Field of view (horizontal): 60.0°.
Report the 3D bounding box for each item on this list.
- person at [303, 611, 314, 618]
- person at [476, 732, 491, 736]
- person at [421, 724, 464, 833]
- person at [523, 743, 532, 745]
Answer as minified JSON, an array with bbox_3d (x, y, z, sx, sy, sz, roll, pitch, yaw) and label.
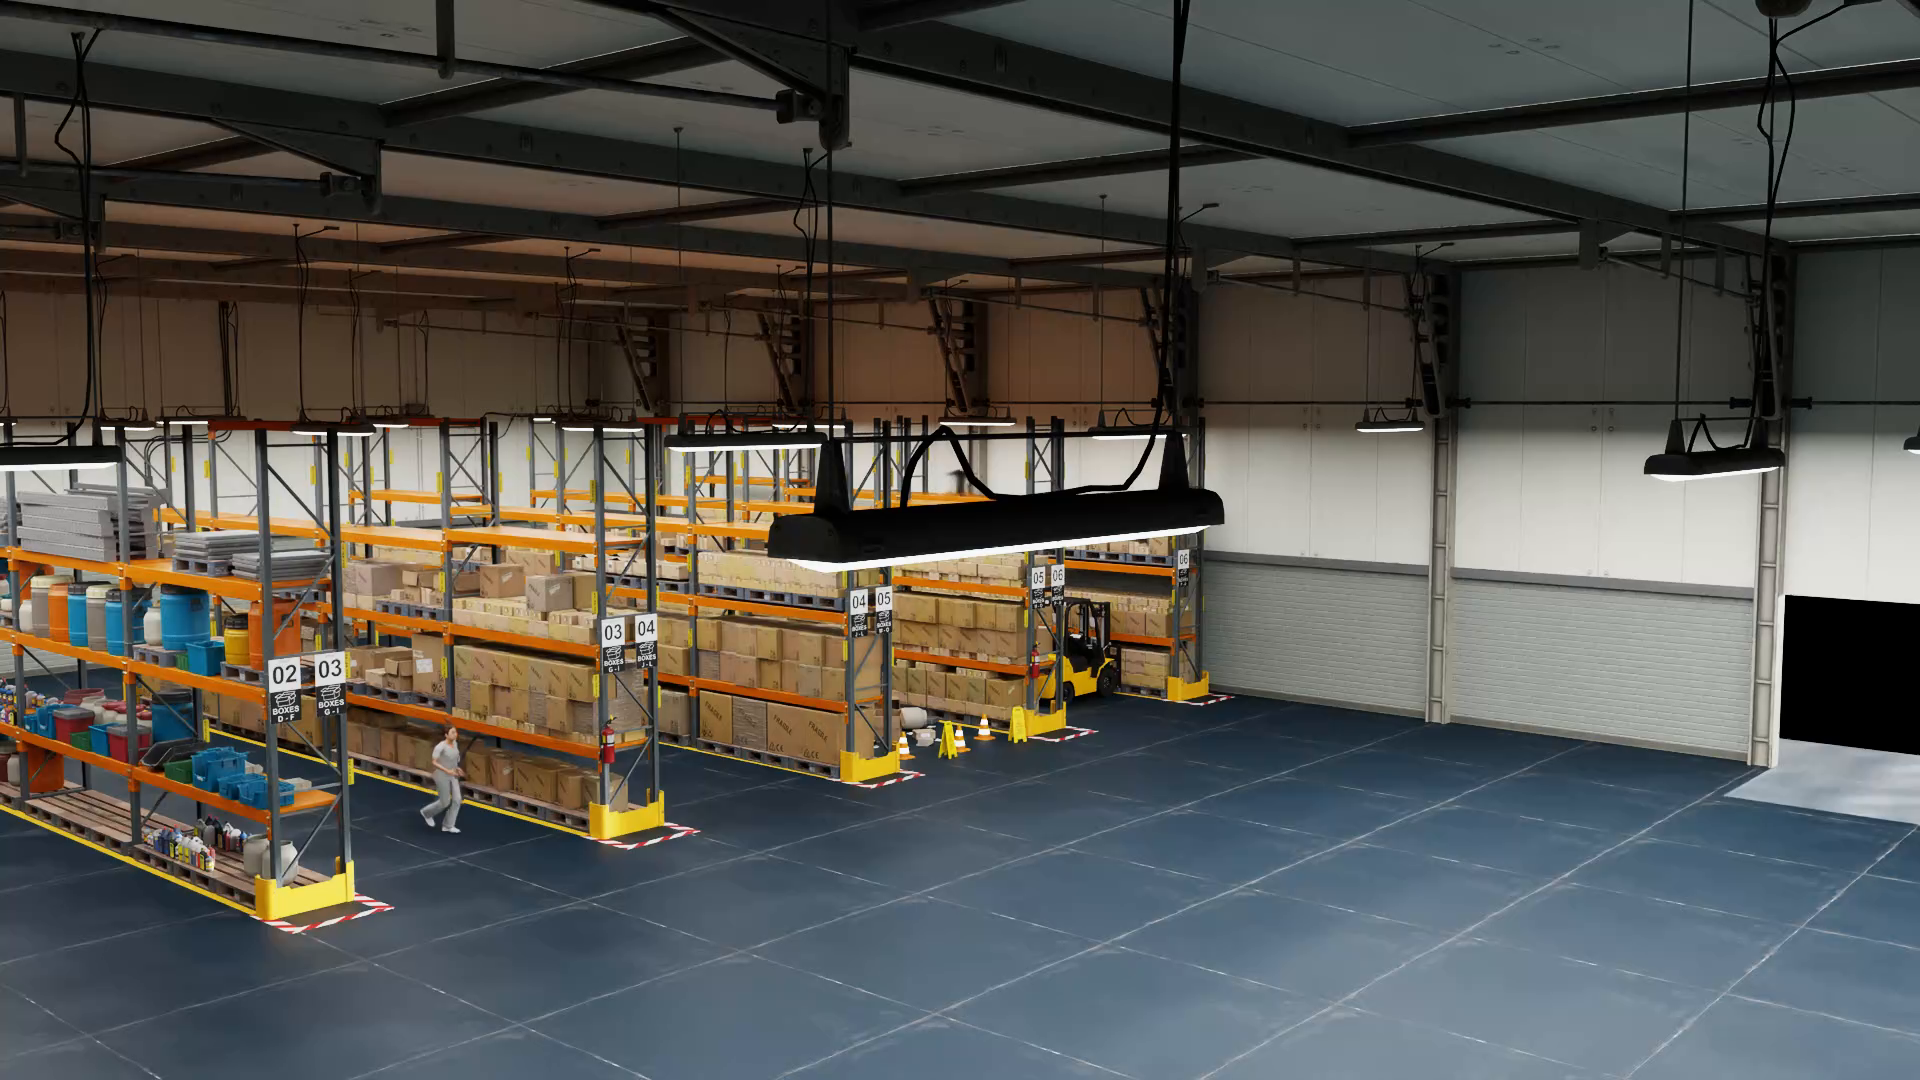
[{"bbox_3d":[-14.824,2.398,37.811,0.626,1.636,0.652,-2,5,-21],"label":"person"},{"bbox_3d":[-8.895,2.858,31.326,0.560,1.724,0.699,2,5,27],"label":"person"},{"bbox_3d":[-7.625,3.501,24.496,0.735,1.616,0.560,2,5,27],"label":"person"},{"bbox_3d":[-7.987,2.940,30.713,0.856,1.691,0.648,1,5,15],"label":"person"}]
